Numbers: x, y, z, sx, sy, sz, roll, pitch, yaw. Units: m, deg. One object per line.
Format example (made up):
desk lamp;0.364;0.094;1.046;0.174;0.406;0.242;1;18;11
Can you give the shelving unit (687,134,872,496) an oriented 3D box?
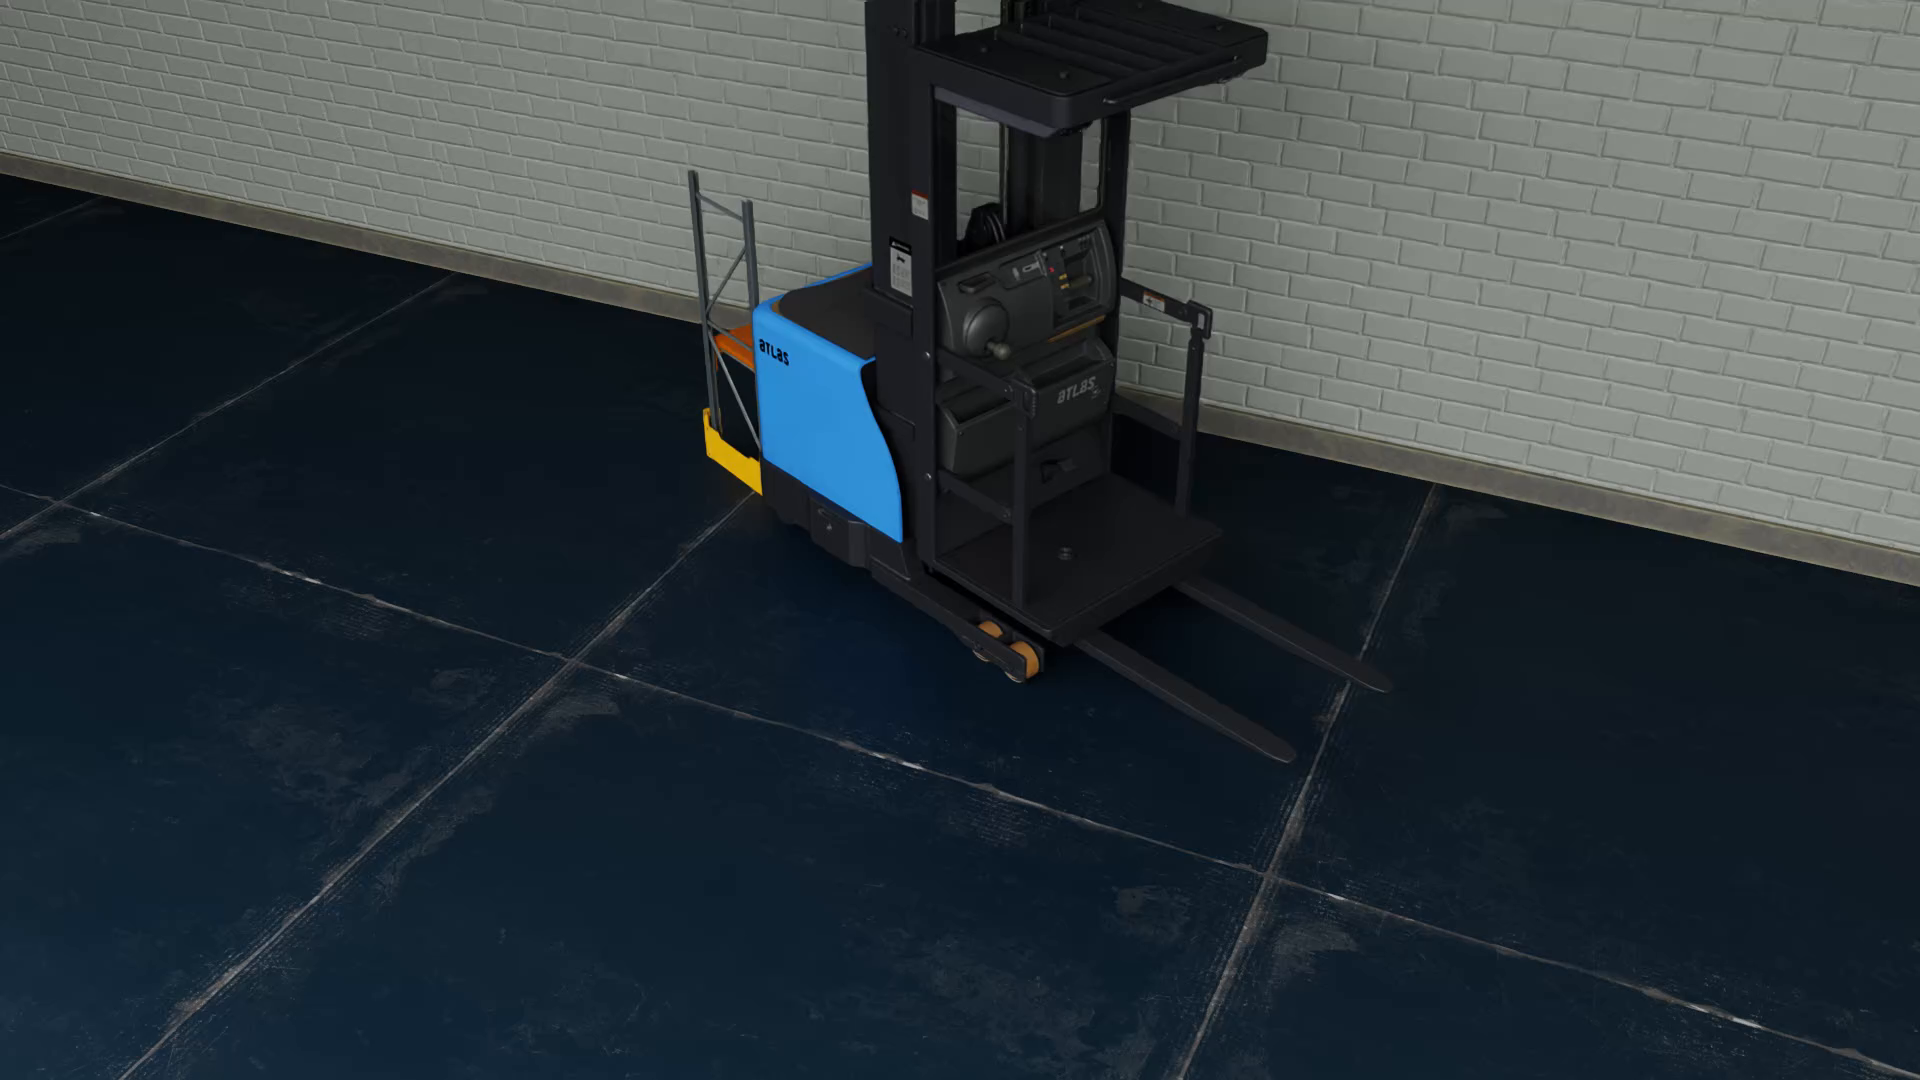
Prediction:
shelving unit;-0.685;-1.124;8.096;1.083;1.500;0.587;-24;40;-32

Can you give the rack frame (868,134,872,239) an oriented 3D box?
rack frame;-0.282;-1.301;8.367;0.032;1.500;0.500;-24;40;-32

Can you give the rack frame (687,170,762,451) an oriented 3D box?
rack frame;-1.075;-0.952;7.835;0.032;1.500;0.500;-24;40;-32

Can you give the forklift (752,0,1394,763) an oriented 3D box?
forklift;0.424;-0.958;6.537;1.130;2.935;3.031;-27;42;-34

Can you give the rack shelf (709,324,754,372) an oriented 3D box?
rack shelf;-0.678;-0.976;8.199;1.000;0.185;0.538;-24;40;-32

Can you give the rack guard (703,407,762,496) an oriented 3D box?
rack guard;-1.074;-0.430;8.178;0.087;0.250;0.587;-24;40;-32
